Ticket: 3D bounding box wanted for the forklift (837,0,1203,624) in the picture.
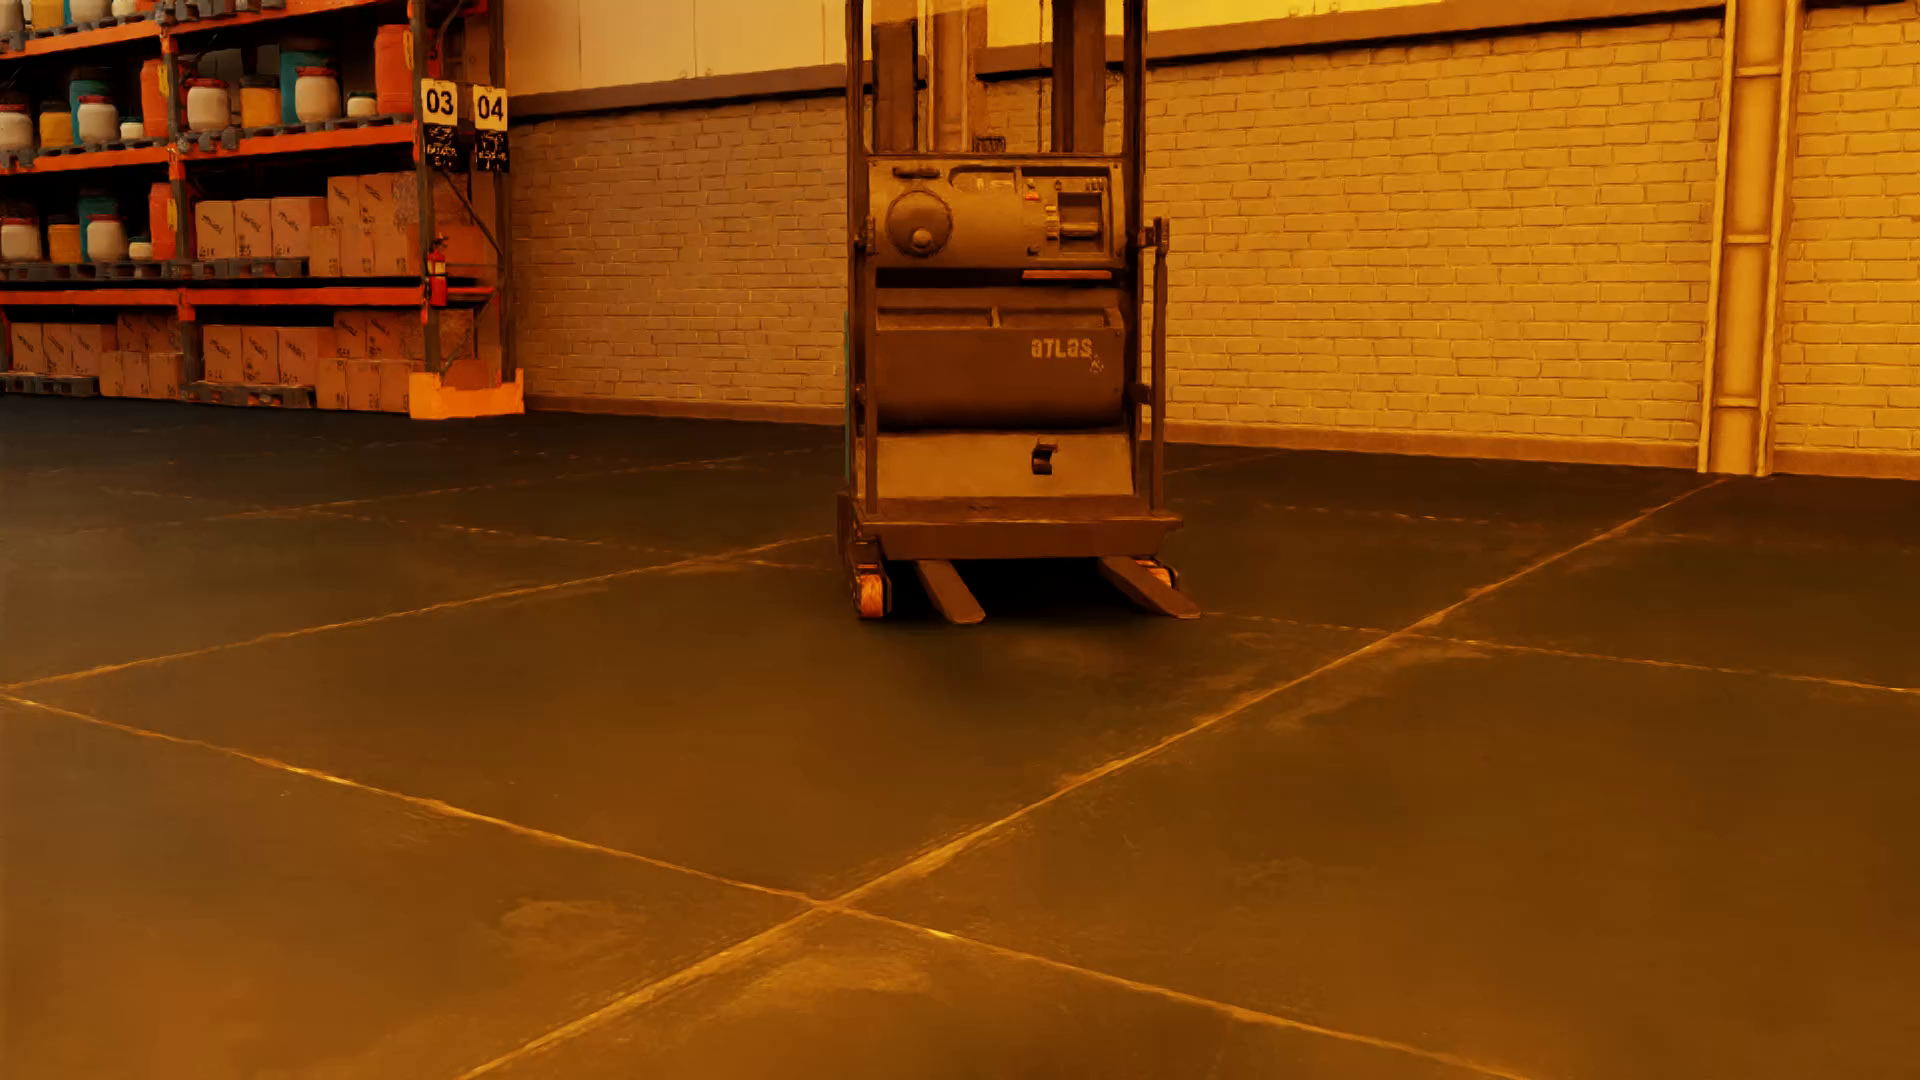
[{"bbox_3d":[0.160,-1.228,5.826,1.130,2.935,3.031,-1,8,-6],"label":"forklift"}]
